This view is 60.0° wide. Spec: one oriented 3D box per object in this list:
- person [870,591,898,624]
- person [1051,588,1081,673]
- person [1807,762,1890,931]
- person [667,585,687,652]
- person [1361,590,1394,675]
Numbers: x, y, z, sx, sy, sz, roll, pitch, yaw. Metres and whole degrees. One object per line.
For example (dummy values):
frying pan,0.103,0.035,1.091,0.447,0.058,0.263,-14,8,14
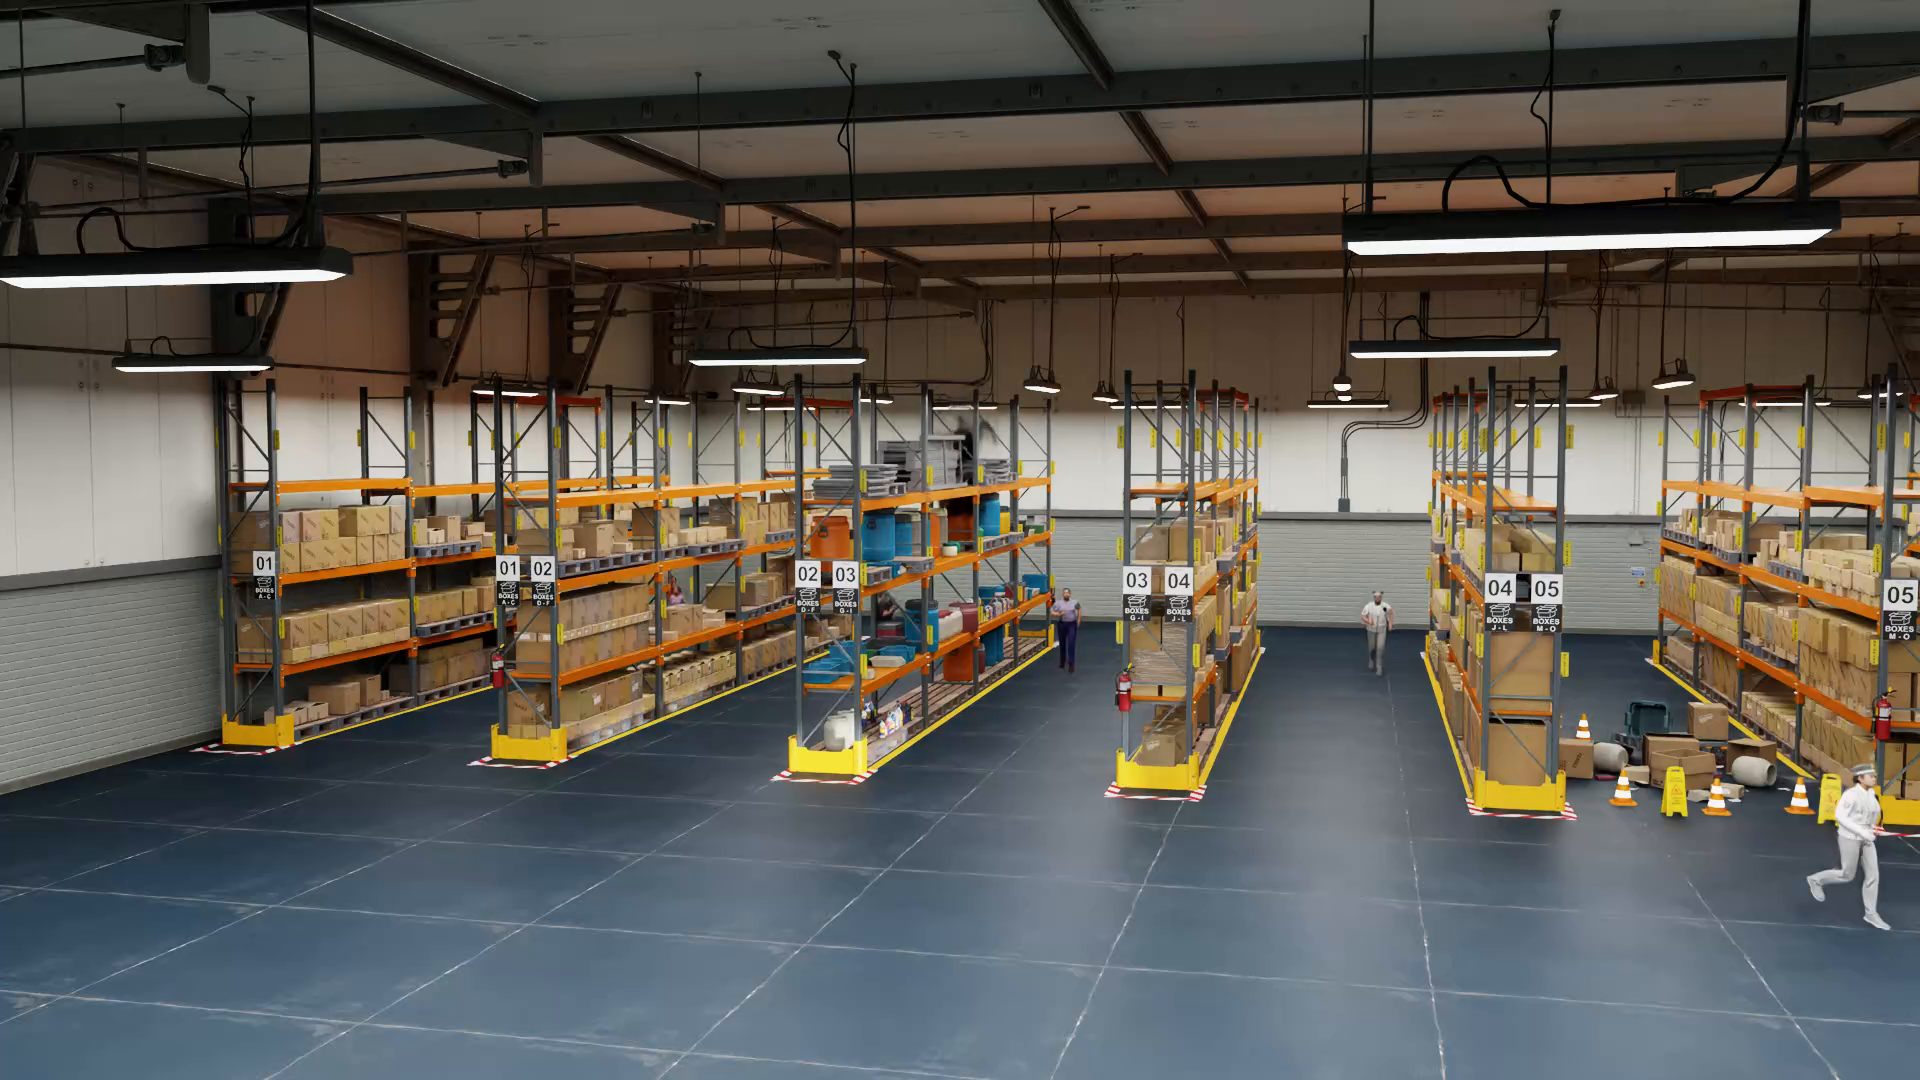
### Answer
person,-1.637,1.753,35.258,0.656,1.734,0.744,1,4,17
person,2.186,1.834,34.192,0.631,1.717,0.759,0,3,2
person,9.324,3.130,17.361,0.640,1.686,0.915,-2,4,-31
person,-6.713,1.853,39.436,0.547,1.563,0.755,0,3,6
person,9.000,1.969,35.857,0.685,1.805,0.823,1,4,13
